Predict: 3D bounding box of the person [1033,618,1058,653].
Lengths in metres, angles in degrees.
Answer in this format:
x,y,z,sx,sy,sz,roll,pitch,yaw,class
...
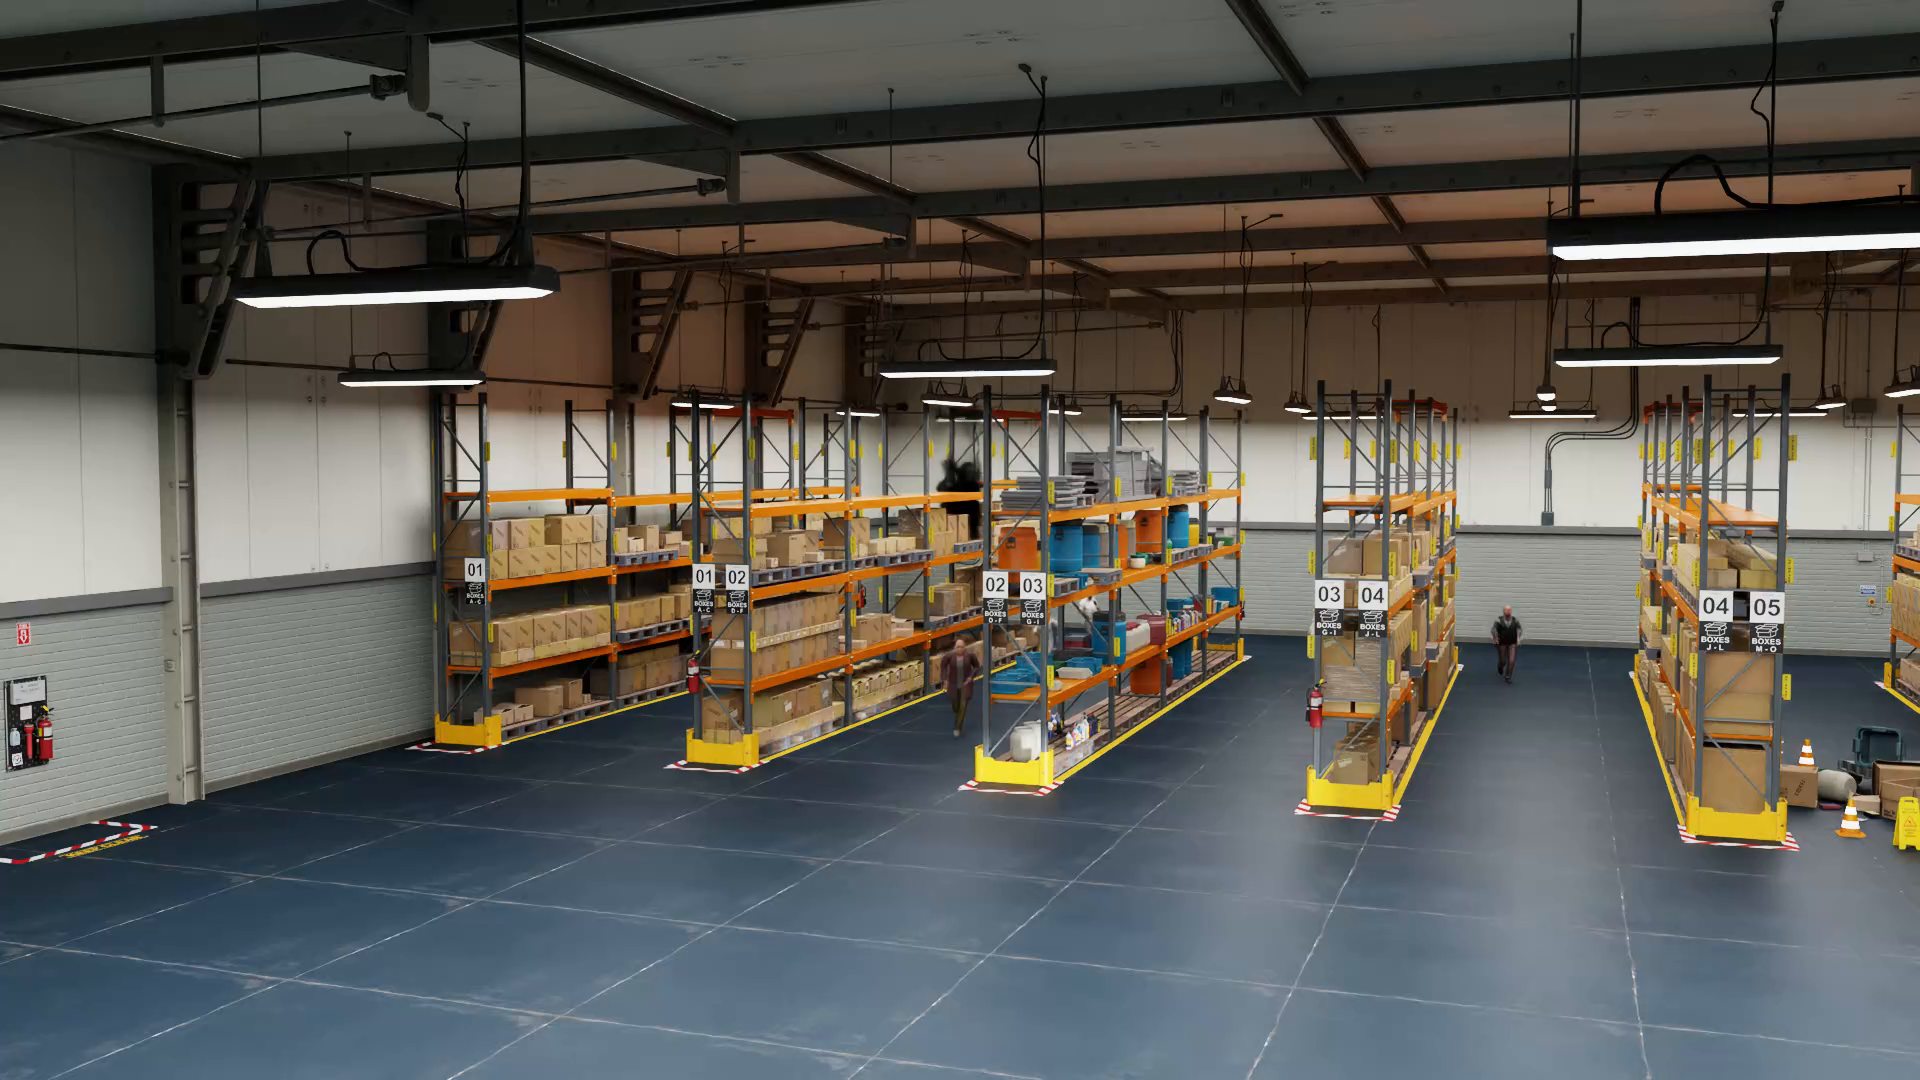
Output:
x,y,z,sx,sy,sz,roll,pitch,yaw,class
1.884,2.277,36.183,0.548,1.628,0.850,1,3,18,person

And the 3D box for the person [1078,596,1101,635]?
x,y,z,sx,sy,sz,roll,pitch,yaw,class
3.209,2.000,41.247,0.611,1.656,0.621,-1,3,-20,person

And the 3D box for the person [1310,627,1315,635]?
x,y,z,sx,sy,sz,roll,pitch,yaw,class
7.475,2.349,33.930,0.680,1.692,0.757,1,3,17,person

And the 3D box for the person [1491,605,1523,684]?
x,y,z,sx,sy,sz,roll,pitch,yaw,class
11.859,2.252,36.059,0.658,1.682,0.708,1,3,10,person

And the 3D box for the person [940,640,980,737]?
x,y,z,sx,sy,sz,roll,pitch,yaw,class
0.003,2.599,29.488,0.707,1.719,0.820,0,3,-2,person
